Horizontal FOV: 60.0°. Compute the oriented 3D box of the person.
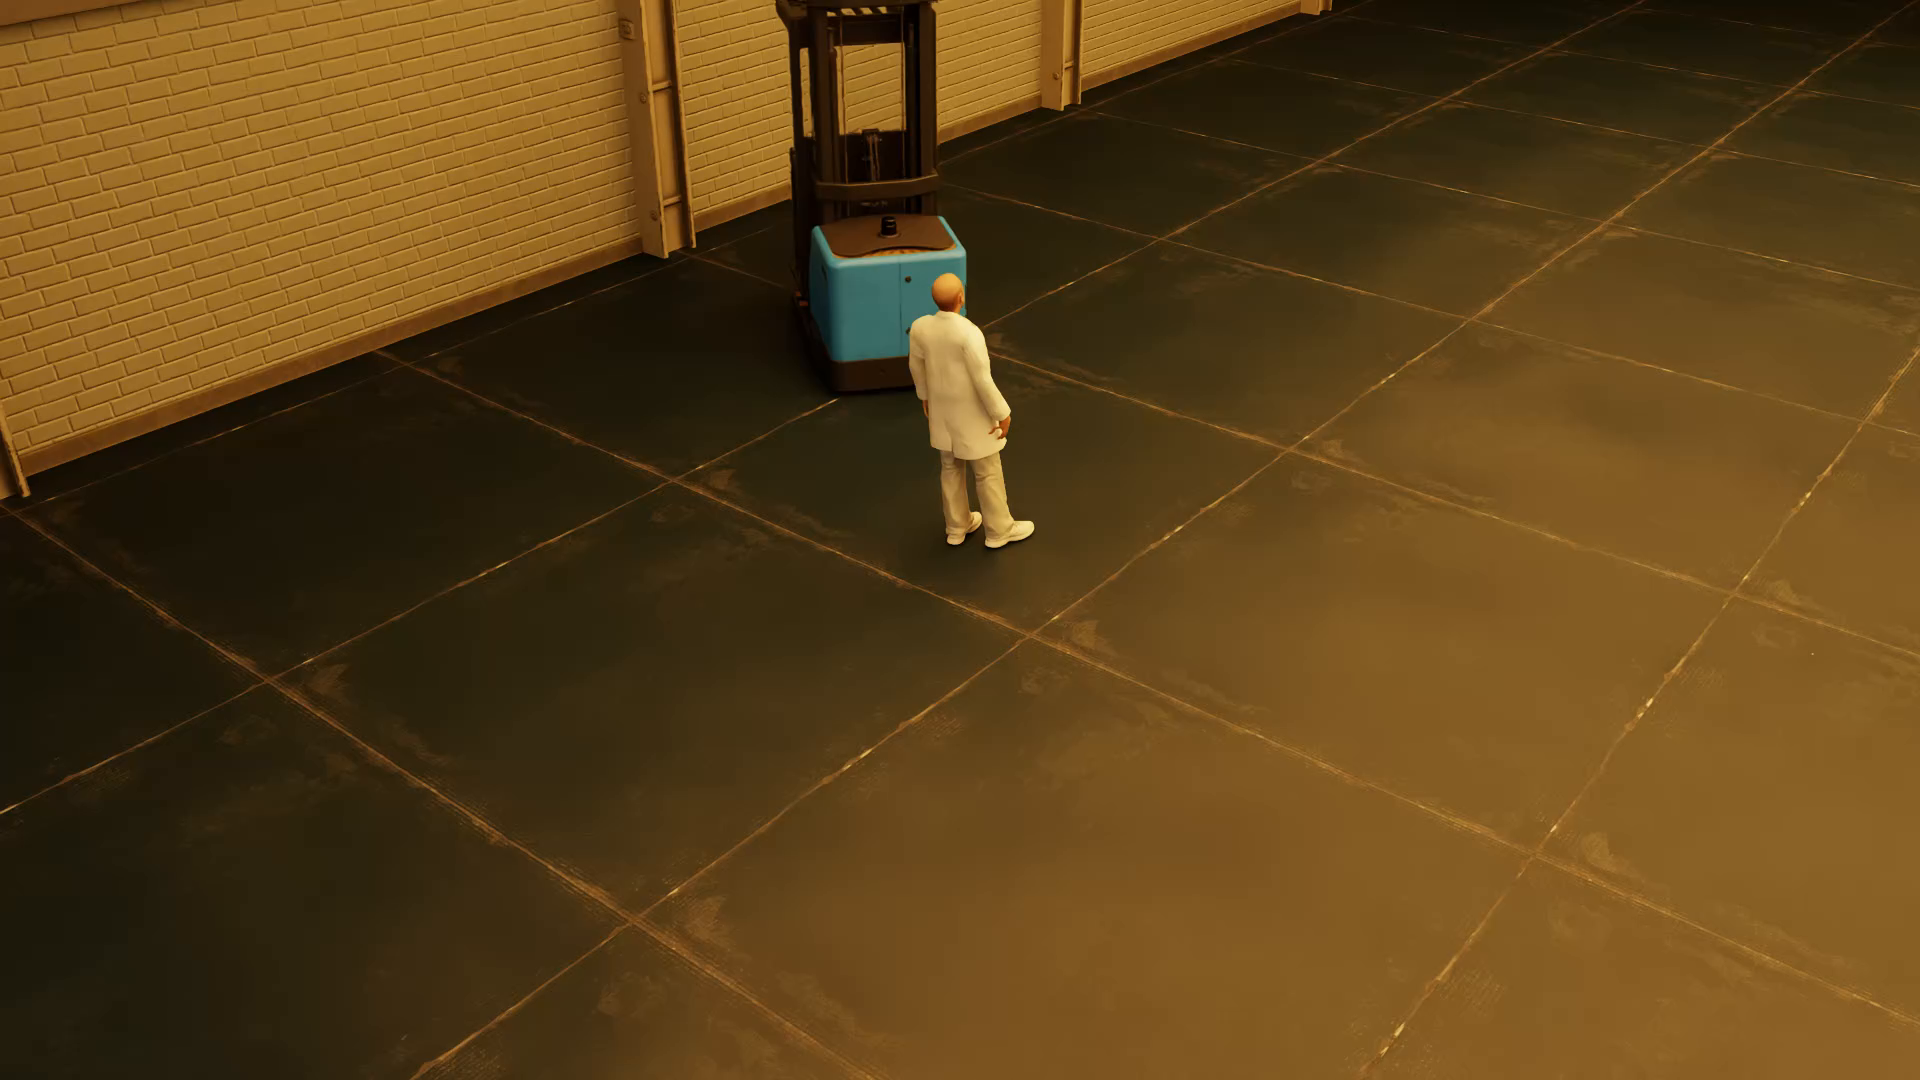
[{"bbox_3d":[0.060,-0.809,10.107,0.698,1.778,0.578,22,37,33],"label":"person"}]

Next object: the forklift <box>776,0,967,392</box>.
[{"bbox_3d":[-0.773,-3.083,12.872,1.130,2.935,3.031,-7,31,-11],"label":"forklift"}]
